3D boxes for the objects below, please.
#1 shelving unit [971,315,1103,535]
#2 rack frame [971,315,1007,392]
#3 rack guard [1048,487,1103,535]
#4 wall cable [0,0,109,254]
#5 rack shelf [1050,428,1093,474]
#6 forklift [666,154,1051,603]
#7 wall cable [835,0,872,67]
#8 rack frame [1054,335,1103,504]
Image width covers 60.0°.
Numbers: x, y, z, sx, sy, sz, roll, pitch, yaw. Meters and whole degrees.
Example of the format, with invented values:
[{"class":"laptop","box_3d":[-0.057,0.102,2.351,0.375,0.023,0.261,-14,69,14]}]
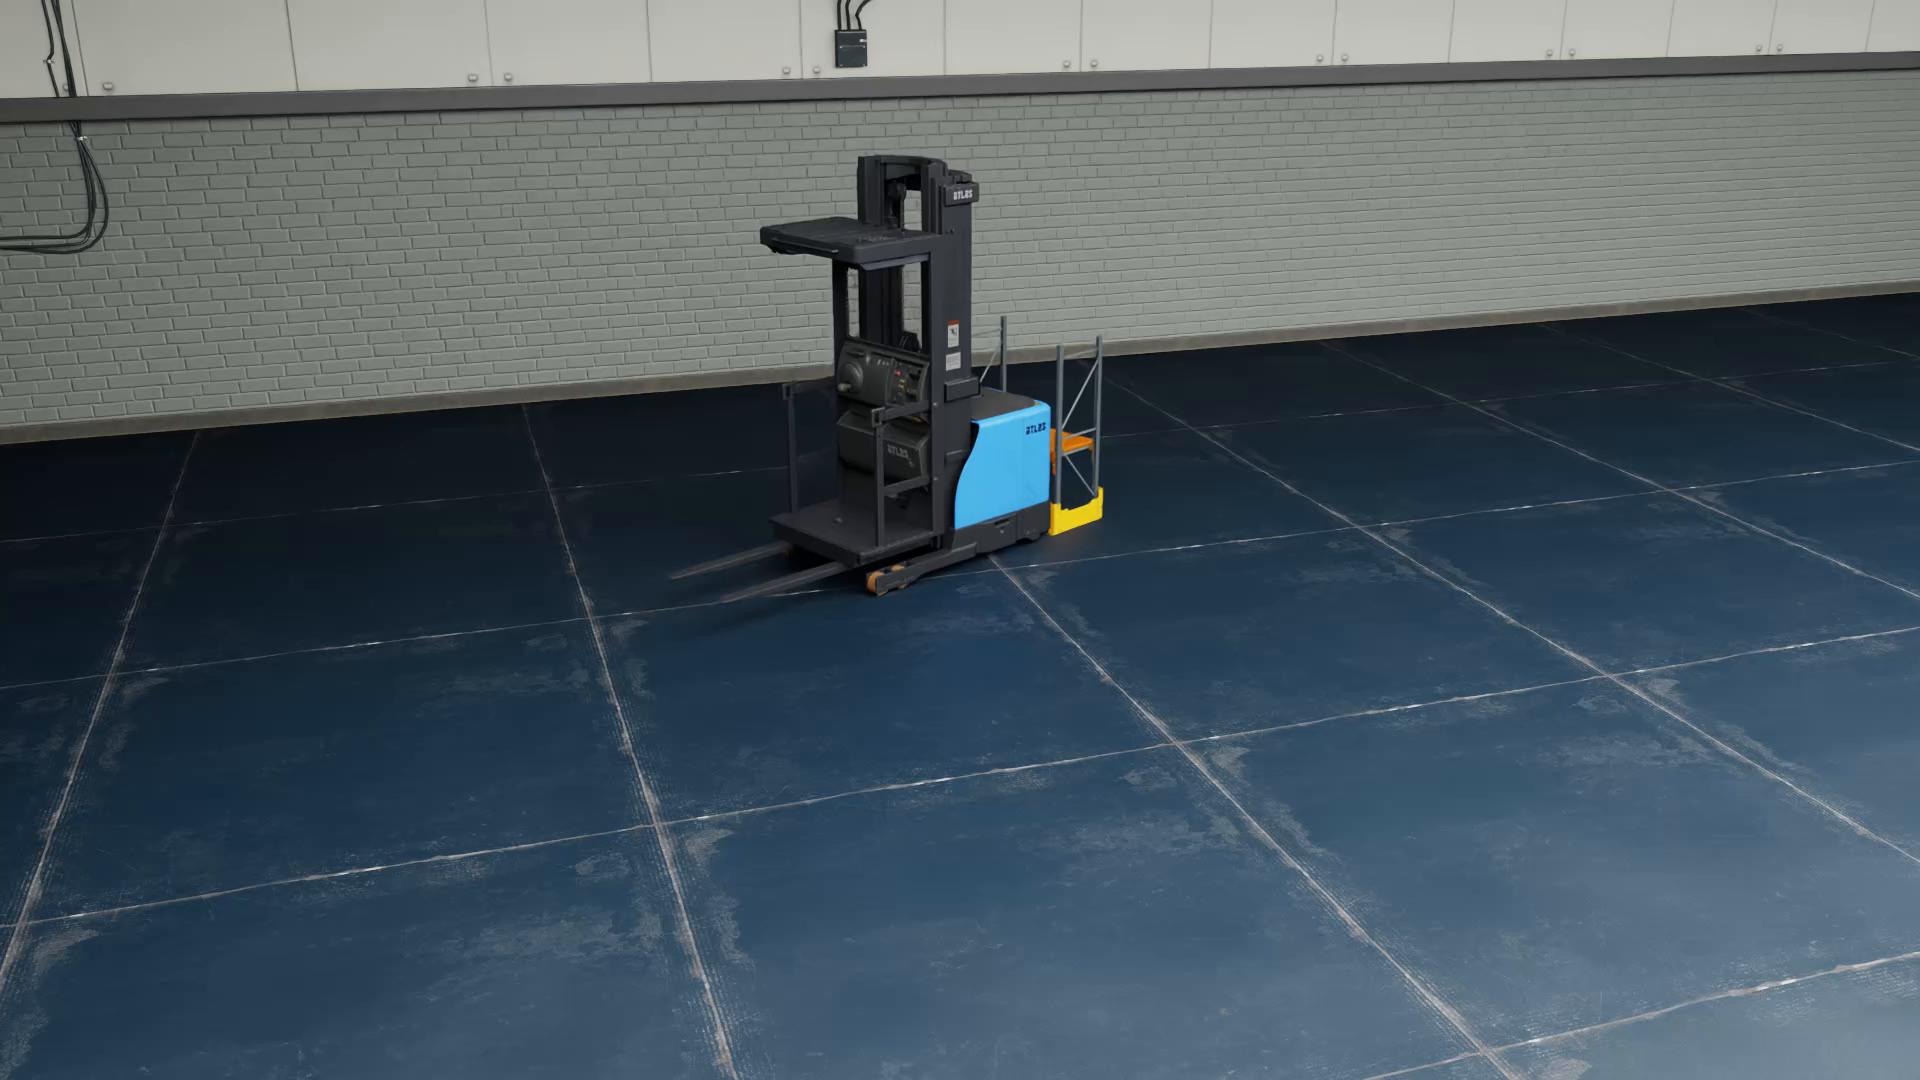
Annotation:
[{"class":"shelving unit","box_3d":[0.565,-0.943,13.324,1.083,1.500,0.587,18,27,41]},{"class":"rack frame","box_3d":[0.196,-1.066,13.666,0.032,1.500,0.500,18,27,41]},{"class":"rack guard","box_3d":[0.919,-0.237,13.206,0.087,0.250,0.587,18,27,41]},{"class":"wall cable","box_3d":[-9.152,-3.616,14.265,3.097,2.526,0.112,-6,21,-17]},{"class":"rack shelf","box_3d":[0.558,-0.776,13.391,1.000,0.185,0.538,18,27,41]},{"class":"forklift","box_3d":[-0.712,-1.185,11.879,3.031,2.935,1.130,-18,26,-40]},{"class":"wall cable","box_3d":[-0.134,-7.681,15.959,2.305,6.003,0.169,-6,21,-17]},{"class":"rack frame","box_3d":[0.920,-0.825,12.994,0.032,1.500,0.500,18,27,41]}]
